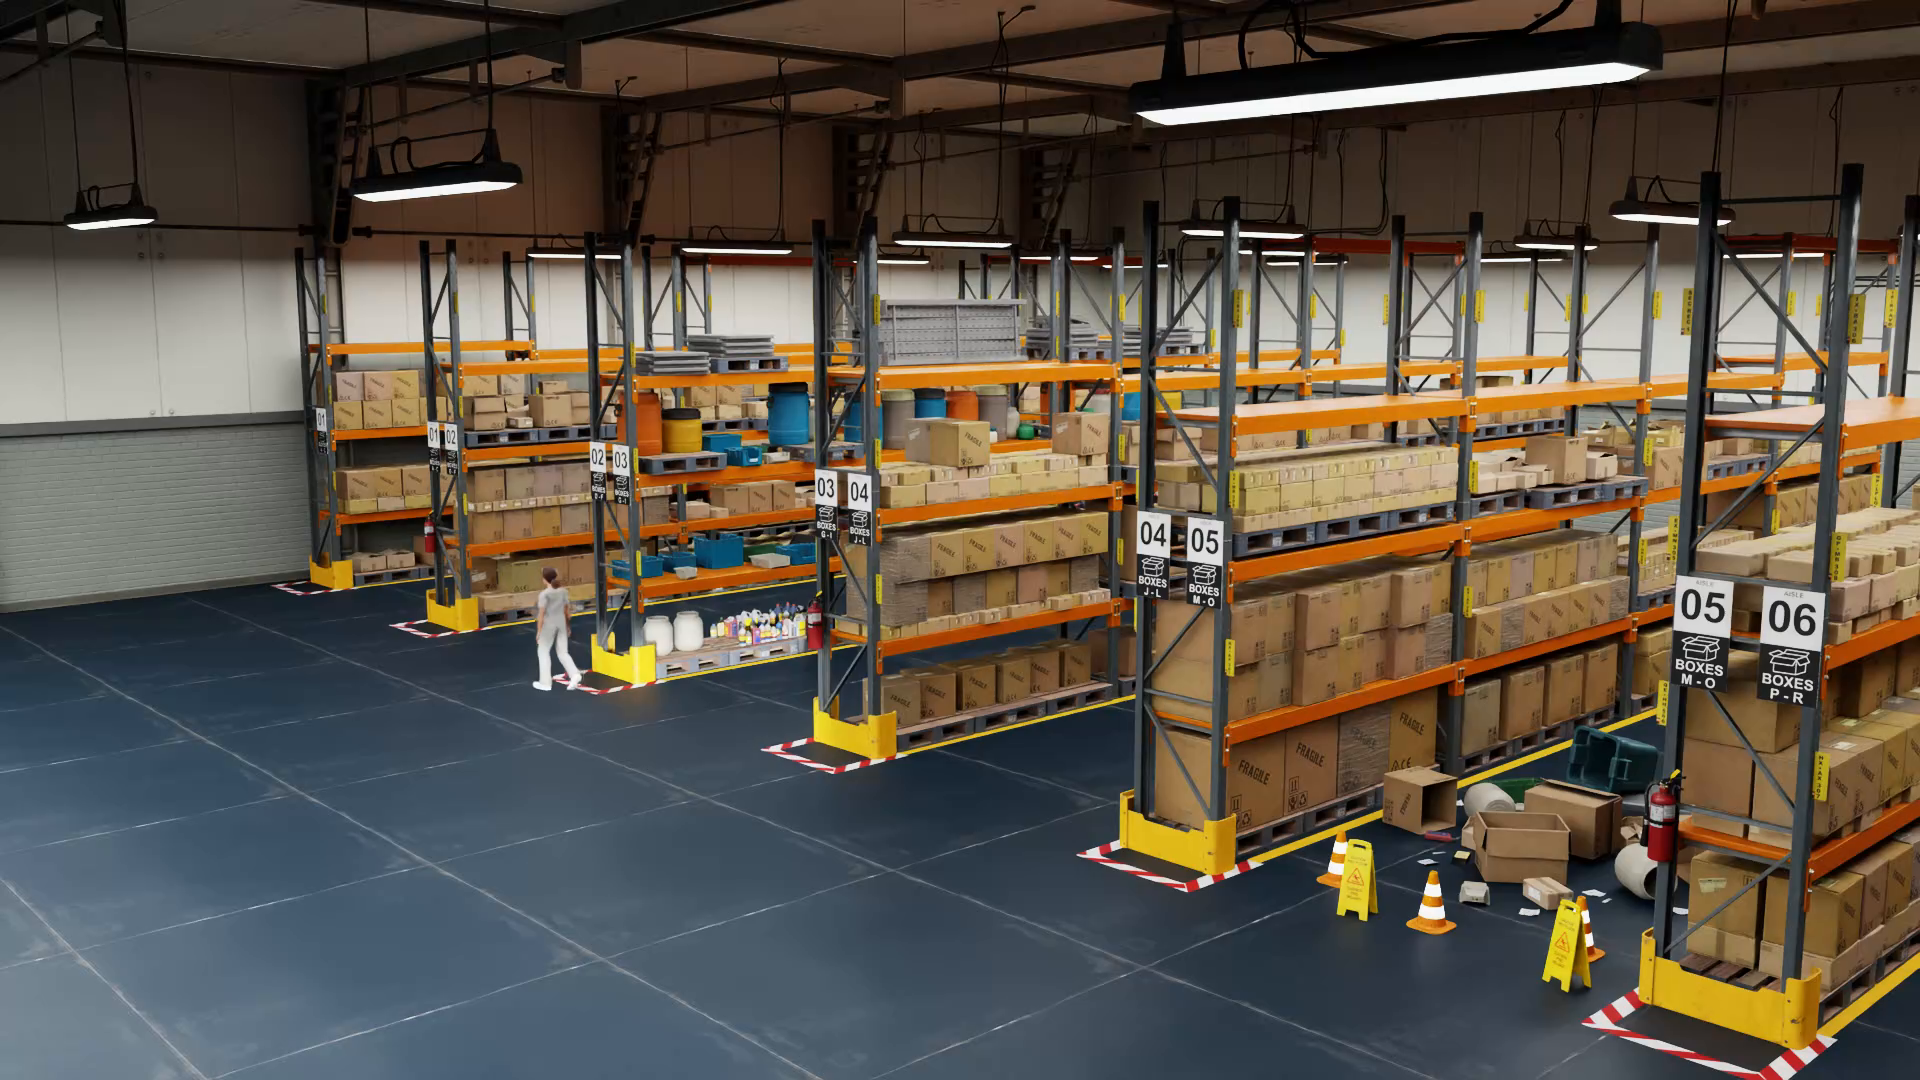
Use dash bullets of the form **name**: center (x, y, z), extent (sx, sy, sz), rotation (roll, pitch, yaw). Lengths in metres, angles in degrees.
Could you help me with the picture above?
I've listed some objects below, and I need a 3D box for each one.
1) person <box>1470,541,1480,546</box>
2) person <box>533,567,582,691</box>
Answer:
- **person**: center (7.557, 0.816, 24.188), extent (0.447, 1.625, 0.948), rotation (8, 12, 43)
- **person**: center (-5.286, 1.176, 21.725), extent (0.536, 1.651, 0.824), rotation (-8, 12, -44)
